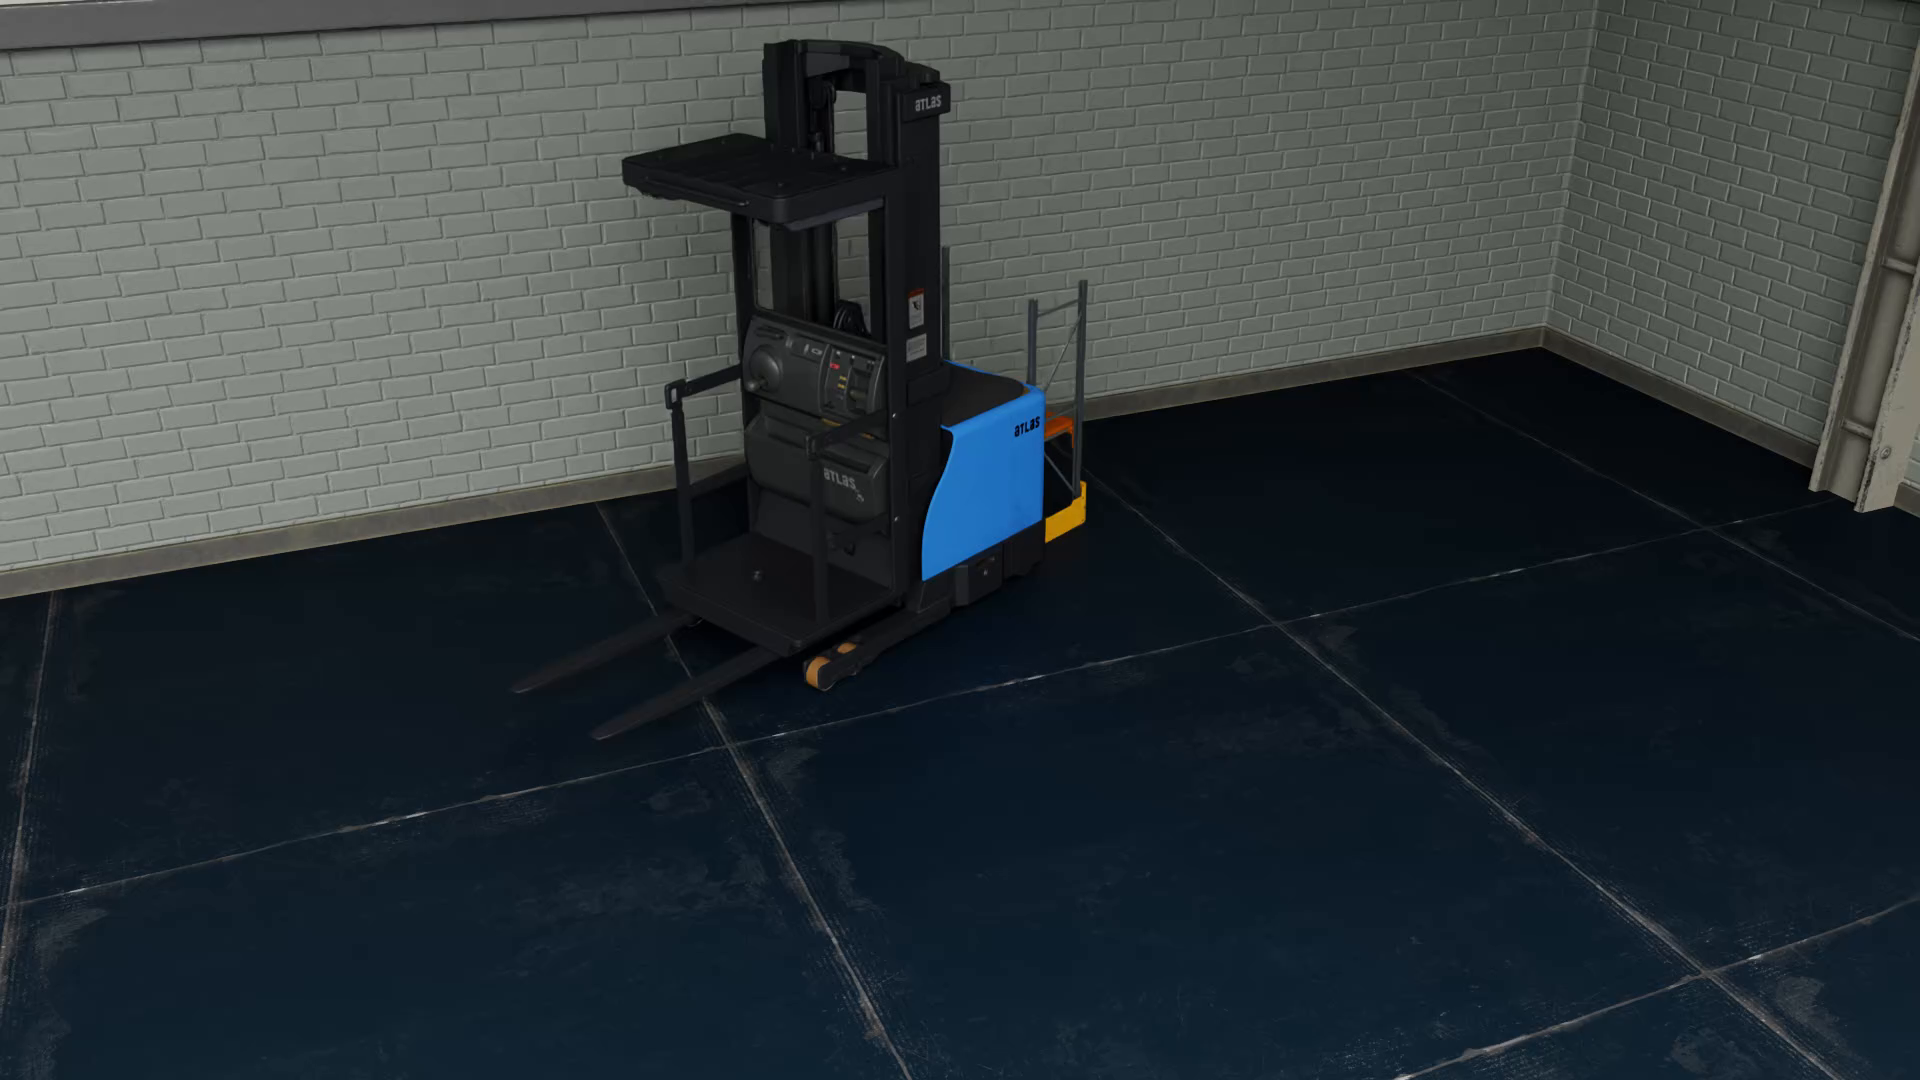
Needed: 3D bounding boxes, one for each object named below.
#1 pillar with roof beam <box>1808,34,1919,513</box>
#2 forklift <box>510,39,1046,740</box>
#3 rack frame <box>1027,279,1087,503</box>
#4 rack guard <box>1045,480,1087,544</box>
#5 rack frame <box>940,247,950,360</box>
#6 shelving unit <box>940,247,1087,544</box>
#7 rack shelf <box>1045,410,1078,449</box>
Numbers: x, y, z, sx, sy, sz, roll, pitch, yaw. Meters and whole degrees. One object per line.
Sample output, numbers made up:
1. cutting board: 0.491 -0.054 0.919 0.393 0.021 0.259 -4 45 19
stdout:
1. pillar with roof beam: 1.565 -3.575 6.815 9.100 9.000 0.400 -11 28 -21
2. forklift: -0.869 -0.822 8.093 1.130 2.935 3.031 21 33 36
3. rack frame: 0.542 -0.701 9.476 0.032 1.500 0.500 20 33 35
4. rack guard: 0.541 -0.139 9.751 0.087 0.250 0.587 20 33 35
5. rack frame: -0.236 -0.988 10.064 0.032 1.500 0.500 20 33 35
6. shelving unit: 0.160 -0.842 9.765 1.083 1.500 0.587 20 33 35
7. rack shelf: 0.153 -0.683 9.849 1.000 0.185 0.538 20 33 35
